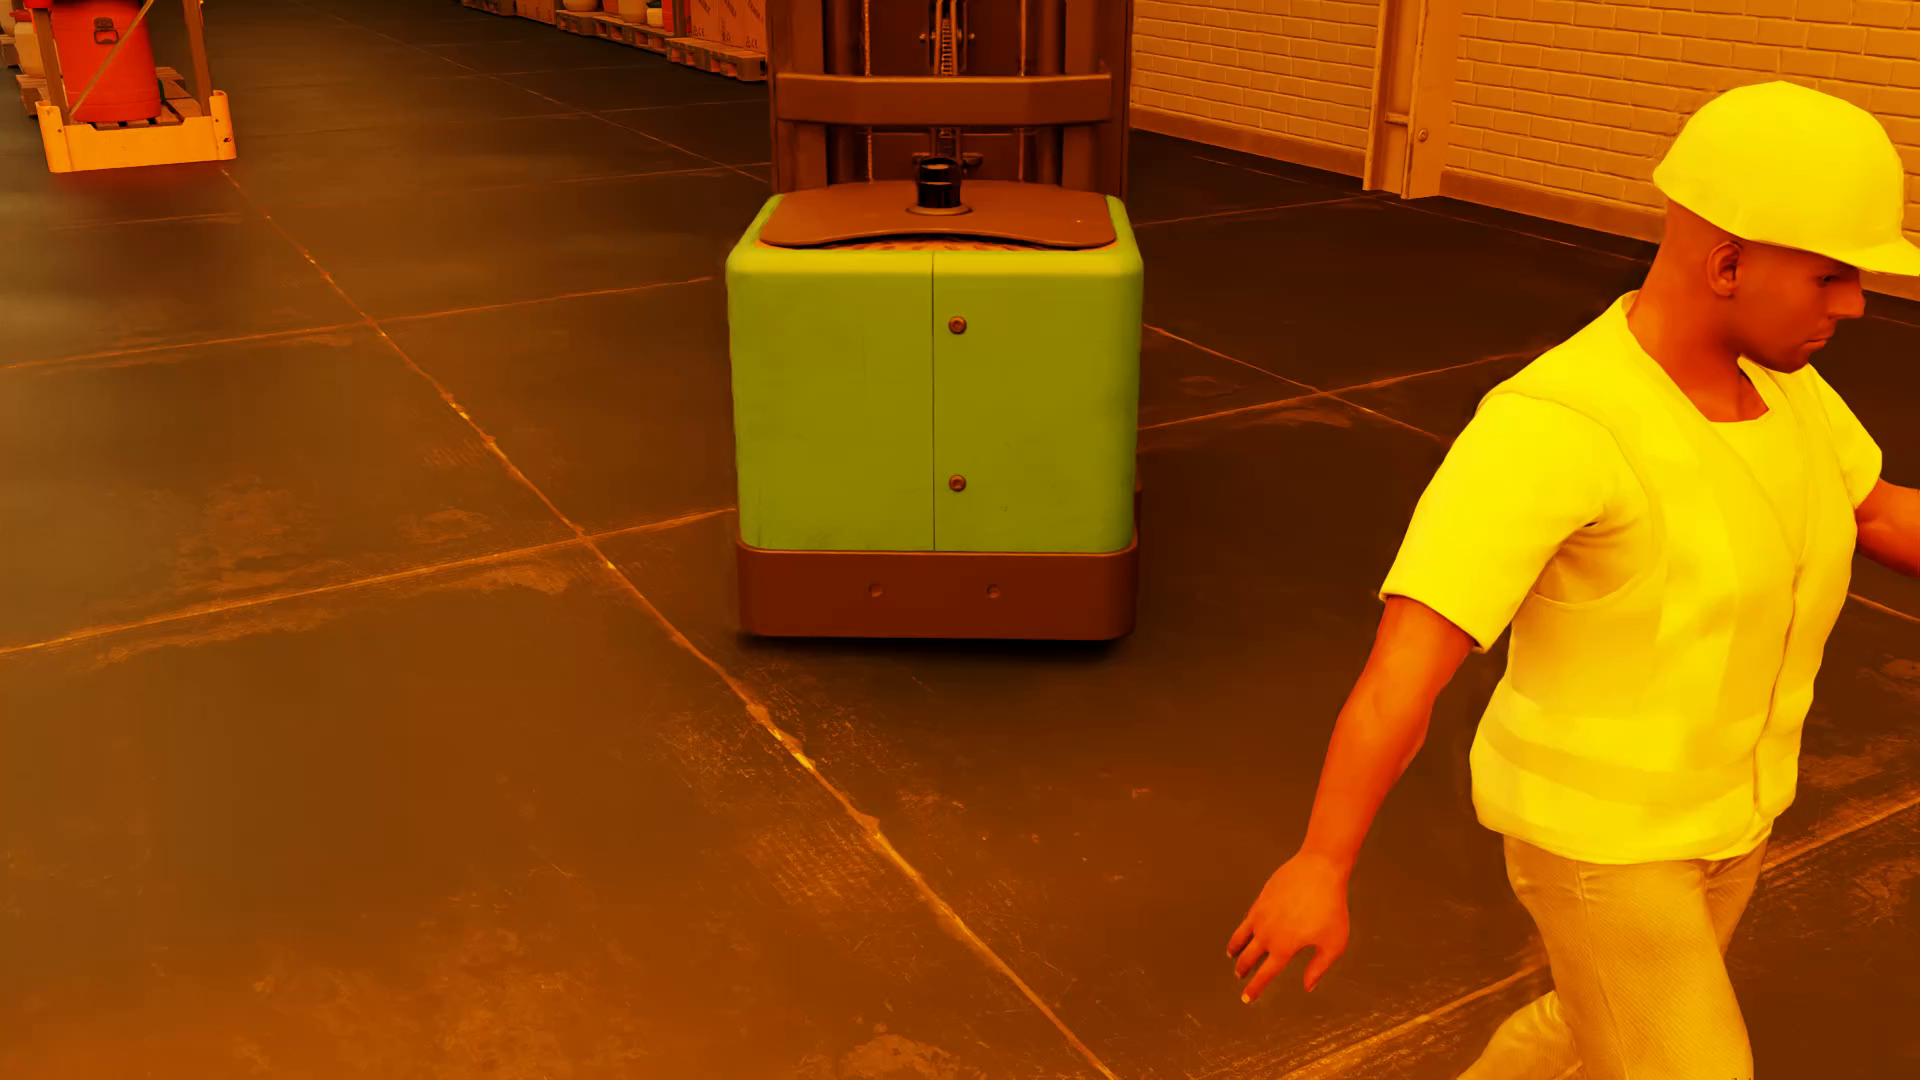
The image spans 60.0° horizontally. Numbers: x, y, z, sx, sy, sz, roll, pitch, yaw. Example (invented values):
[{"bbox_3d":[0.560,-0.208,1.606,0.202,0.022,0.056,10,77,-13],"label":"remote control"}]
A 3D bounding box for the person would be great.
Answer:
[{"bbox_3d":[0.856,0.361,1.990,1.033,1.749,0.738,-17,28,-36],"label":"person"}]

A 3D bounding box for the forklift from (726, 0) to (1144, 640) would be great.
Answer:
[{"bbox_3d":[-0.025,-1.608,5.191,1.130,2.935,3.031,1,22,1],"label":"forklift"}]
